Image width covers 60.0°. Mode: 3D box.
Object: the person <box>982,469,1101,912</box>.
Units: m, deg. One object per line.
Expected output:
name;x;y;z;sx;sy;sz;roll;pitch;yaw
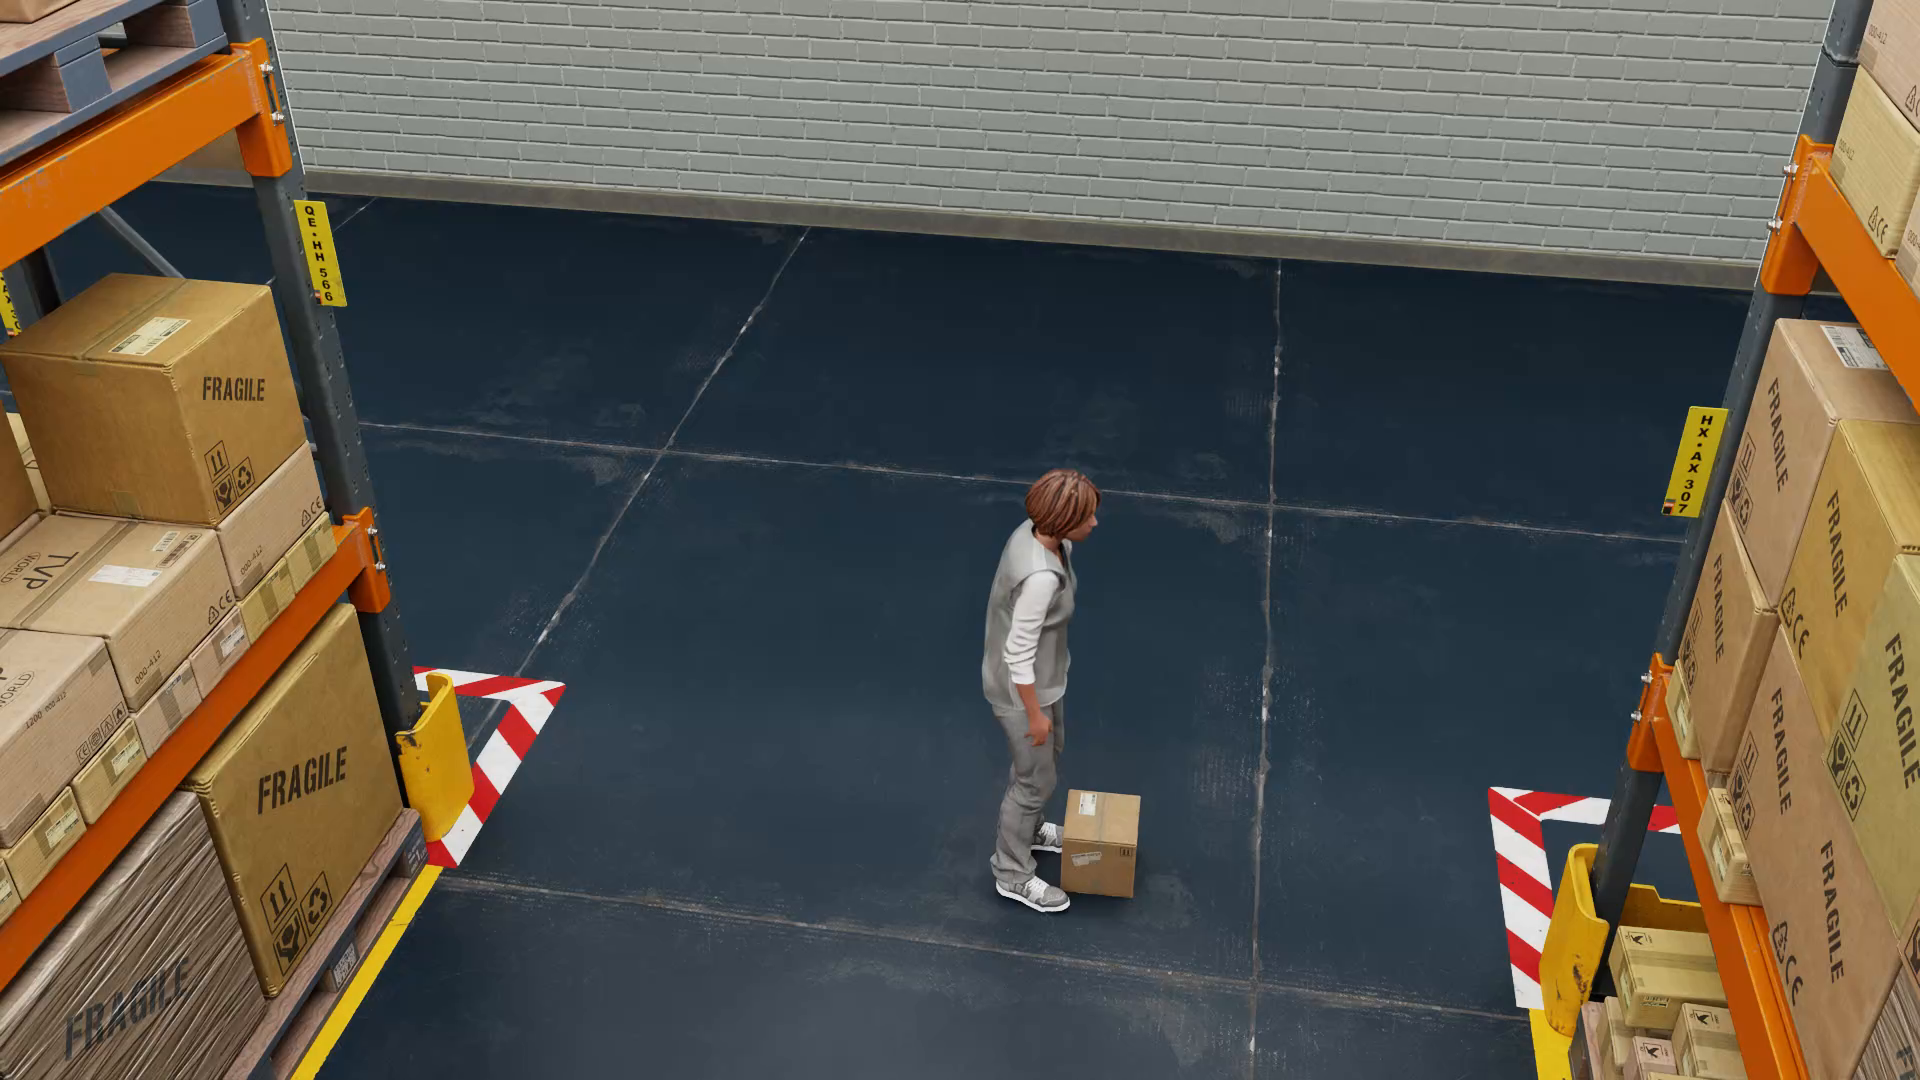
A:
person;0.249;0.475;5.423;0.350;1.581;0.468;5;33;8
